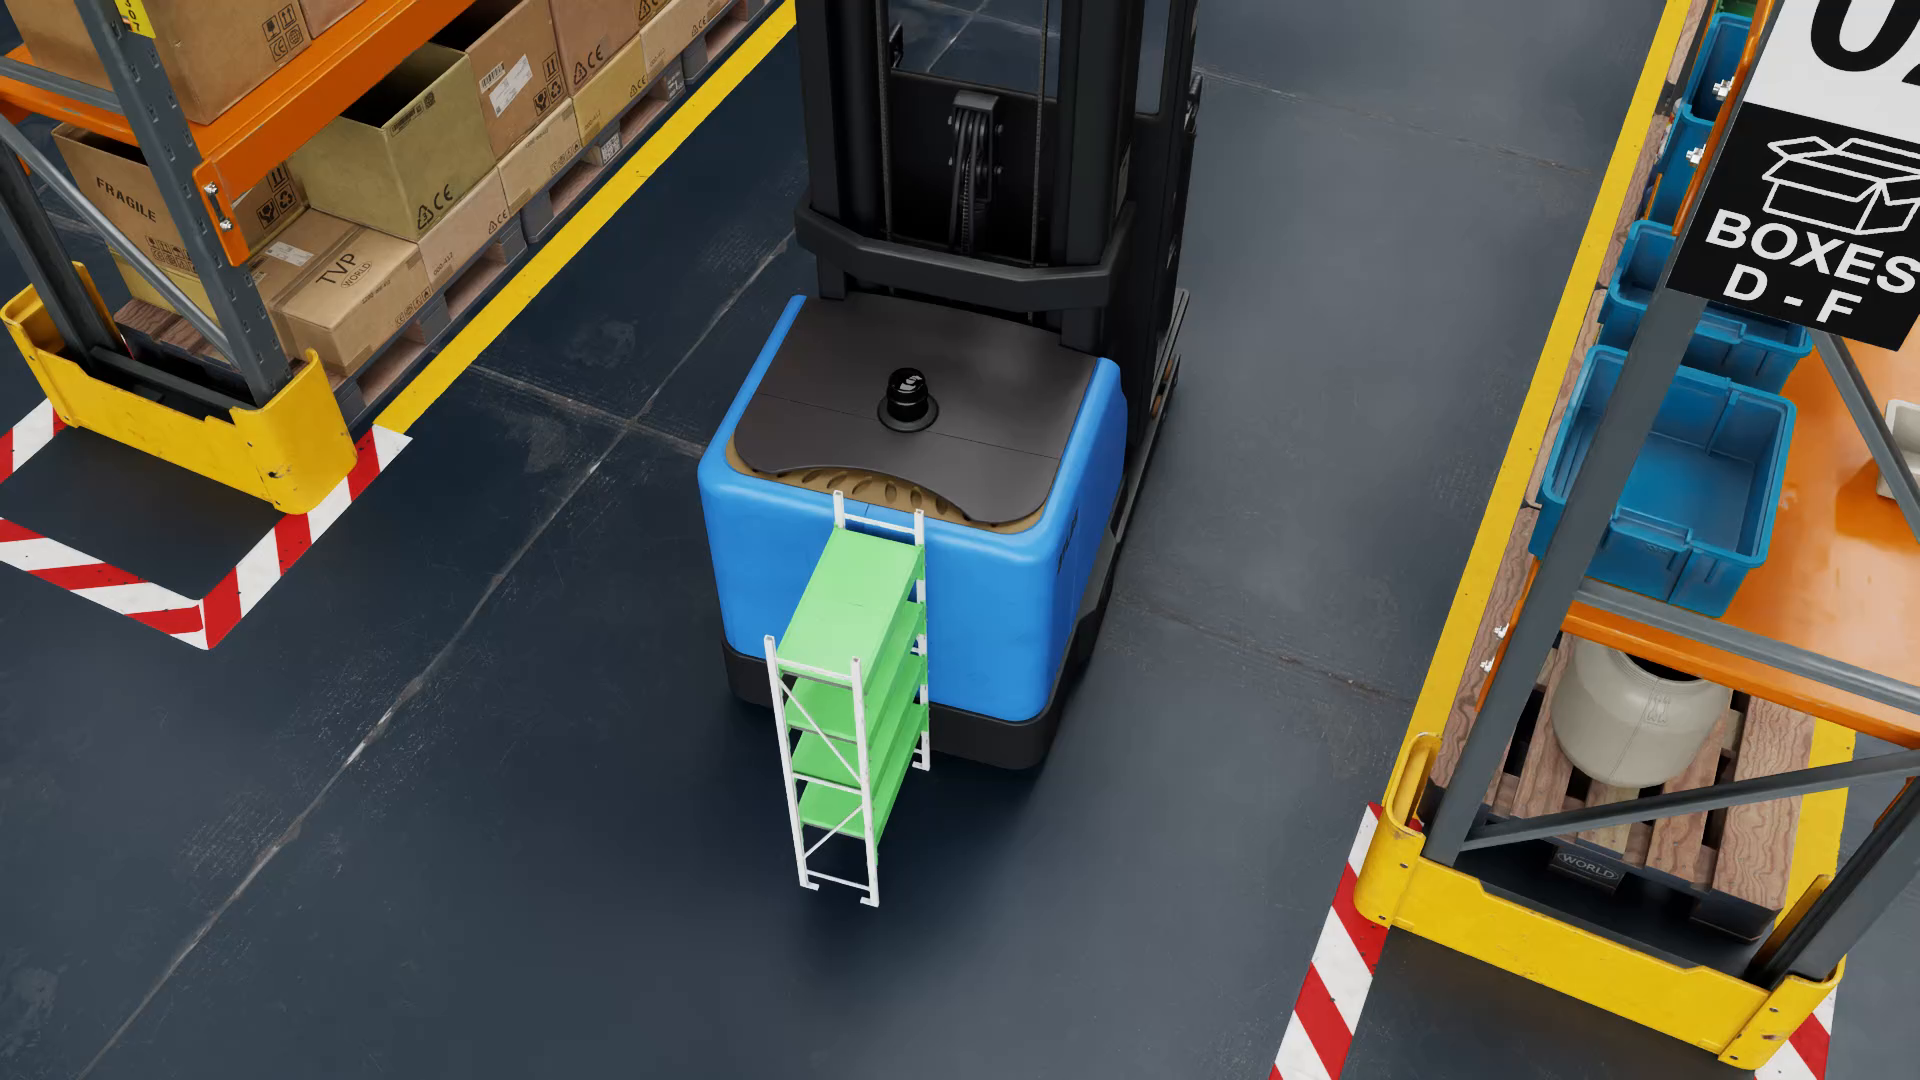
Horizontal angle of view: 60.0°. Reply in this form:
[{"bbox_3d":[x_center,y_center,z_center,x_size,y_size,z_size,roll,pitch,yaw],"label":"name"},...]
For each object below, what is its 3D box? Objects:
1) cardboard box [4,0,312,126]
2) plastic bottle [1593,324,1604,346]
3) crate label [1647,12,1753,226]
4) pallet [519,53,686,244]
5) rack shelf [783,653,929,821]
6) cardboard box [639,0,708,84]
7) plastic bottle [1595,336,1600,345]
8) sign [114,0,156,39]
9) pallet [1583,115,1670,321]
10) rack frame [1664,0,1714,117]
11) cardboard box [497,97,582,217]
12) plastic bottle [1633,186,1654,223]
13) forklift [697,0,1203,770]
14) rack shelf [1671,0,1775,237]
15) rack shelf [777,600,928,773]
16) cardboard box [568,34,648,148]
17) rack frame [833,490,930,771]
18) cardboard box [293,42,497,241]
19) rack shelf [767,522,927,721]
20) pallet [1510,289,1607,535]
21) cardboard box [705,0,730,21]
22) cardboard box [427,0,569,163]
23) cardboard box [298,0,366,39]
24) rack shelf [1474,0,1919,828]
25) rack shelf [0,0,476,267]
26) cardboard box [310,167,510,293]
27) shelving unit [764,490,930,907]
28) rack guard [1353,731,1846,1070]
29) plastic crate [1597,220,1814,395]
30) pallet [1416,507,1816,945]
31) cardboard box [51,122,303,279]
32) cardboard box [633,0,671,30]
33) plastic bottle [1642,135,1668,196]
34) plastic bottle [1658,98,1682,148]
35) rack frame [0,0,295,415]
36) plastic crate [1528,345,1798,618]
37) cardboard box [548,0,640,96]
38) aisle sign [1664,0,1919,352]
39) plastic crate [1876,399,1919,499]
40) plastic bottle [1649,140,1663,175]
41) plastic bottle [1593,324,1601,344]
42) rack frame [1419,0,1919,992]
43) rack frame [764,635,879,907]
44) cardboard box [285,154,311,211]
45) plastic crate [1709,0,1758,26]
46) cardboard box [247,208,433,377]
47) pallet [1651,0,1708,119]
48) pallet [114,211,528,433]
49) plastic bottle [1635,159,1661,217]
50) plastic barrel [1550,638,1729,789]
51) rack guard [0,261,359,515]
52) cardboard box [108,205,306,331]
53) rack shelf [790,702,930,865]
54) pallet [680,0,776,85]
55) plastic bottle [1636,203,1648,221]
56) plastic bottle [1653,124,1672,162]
[{"bbox_3d":[-2.528,-1.719,5.177,0.700,0.500,0.500,20,52,16],"label":"cardboard box"},{"bbox_3d":[2.318,-0.682,5.860,0.152,0.276,0.135,18,52,15],"label":"plastic bottle"},{"bbox_3d":[2.280,-1.122,4.712,0.502,0.435,0.616,20,52,16],"label":"crate label"},{"bbox_3d":[-1.928,-1.843,7.179,1.003,0.211,1.213,20,52,16],"label":"pallet"},{"bbox_3d":[-0.281,0.512,4.611,0.258,0.148,0.480,13,51,11],"label":"rack shelf"},{"bbox_3d":[-1.453,-2.288,7.257,0.500,0.250,0.500,20,52,16],"label":"cardboard box"},{"bbox_3d":[2.259,-0.587,5.779,0.152,0.276,0.135,20,53,16],"label":"plastic bottle"},{"bbox_3d":[-2.240,-1.490,4.428,0.100,0.325,0.005,20,52,16],"label":"sign"},{"bbox_3d":[3.122,-1.157,6.596,1.003,0.211,1.213,20,52,16],"label":"pallet"},{"bbox_3d":[3.447,-2.509,5.915,1.000,3.000,0.127,20,52,16],"label":"rack frame"},{"bbox_3d":[-1.884,-1.601,6.672,0.500,0.250,0.500,20,52,16],"label":"cardboard box"},{"bbox_3d":[2.646,-1.242,6.288,0.144,0.351,0.185,18,52,15],"label":"plastic bottle"},{"bbox_3d":[0.182,-1.403,5.020,1.130,2.935,3.031,13,51,11],"label":"forklift"},{"bbox_3d":[2.592,-1.871,3.875,1.077,0.370,4.000,20,52,16],"label":"rack shelf"},{"bbox_3d":[-0.281,0.356,4.428,0.258,0.148,0.480,13,51,11],"label":"rack shelf"},{"bbox_3d":[-1.666,-1.943,6.964,0.500,0.250,0.500,20,52,16],"label":"cardboard box"},{"bbox_3d":[-0.209,0.293,4.713,0.240,1.200,0.015,13,51,11],"label":"rack frame"},{"bbox_3d":[-2.097,-1.499,6.093,0.500,0.500,0.500,20,52,16],"label":"cardboard box"},{"bbox_3d":[-0.281,0.201,4.245,0.258,0.148,0.480,13,51,11],"label":"rack shelf"},{"bbox_3d":[2.602,-0.313,5.878,1.003,0.211,1.213,20,52,16],"label":"pallet"},{"bbox_3d":[-1.253,-2.637,7.554,0.500,0.250,0.500,20,52,16],"label":"cardboard box"},{"bbox_3d":[-1.895,-1.847,6.390,0.500,0.500,0.500,20,52,16],"label":"cardboard box"},{"bbox_3d":[-2.308,-2.082,5.486,0.700,0.500,0.500,21,53,17],"label":"cardboard box"},{"bbox_3d":[2.592,-0.899,5.018,1.077,0.370,4.000,20,52,16],"label":"rack shelf"},{"bbox_3d":[-1.885,-2.513,6.391,1.077,0.370,4.000,20,52,16],"label":"rack shelf"},{"bbox_3d":[-2.098,-1.256,6.379,0.500,0.250,0.500,20,52,16],"label":"cardboard box"},{"bbox_3d":[-0.281,0.470,4.562,0.258,1.200,0.503,13,51,11],"label":"shelving unit"},{"bbox_3d":[1.728,0.988,4.581,1.175,0.500,0.348,20,52,16],"label":"rack guard"},{"bbox_3d":[1.964,-0.594,4.383,0.499,0.251,0.408,20,52,16],"label":"plastic crate"},{"bbox_3d":[2.080,0.524,5.166,1.003,0.211,1.213,20,52,16],"label":"pallet"},{"bbox_3d":[-2.779,-1.323,5.944,0.500,0.500,0.500,20,52,16],"label":"cardboard box"},{"bbox_3d":[-1.465,-2.535,6.975,0.500,0.500,0.500,20,52,16],"label":"cardboard box"},{"bbox_3d":[2.801,-1.461,6.523,0.152,0.276,0.135,22,53,17],"label":"plastic bottle"},{"bbox_3d":[2.914,-1.691,6.722,0.097,0.271,0.097,0,50,0],"label":"plastic bottle"},{"bbox_3d":[-2.739,-1.369,4.945,1.000,3.000,0.127,20,52,16],"label":"rack frame"},{"bbox_3d":[1.681,-0.149,4.004,0.499,0.251,0.616,20,52,16],"label":"plastic crate"},{"bbox_3d":[-1.665,-2.186,6.678,0.500,0.500,0.500,20,52,16],"label":"cardboard box"},{"bbox_3d":[1.439,-0.644,2.622,0.394,0.787,0.004,20,52,16],"label":"aisle sign"},{"bbox_3d":[2.411,-0.181,4.107,0.298,0.136,0.250,20,52,16],"label":"plastic crate"},{"bbox_3d":[2.828,-1.528,6.629,0.097,0.201,0.097,0,50,0],"label":"plastic bottle"},{"bbox_3d":[2.385,-0.822,5.930,0.144,0.351,0.185,22,53,18],"label":"plastic bottle"},{"bbox_3d":[1.738,0.245,3.572,1.000,3.000,0.127,20,52,16],"label":"rack frame"},{"bbox_3d":[-0.352,0.648,4.411,0.240,1.200,0.015,13,51,11],"label":"rack frame"},{"bbox_3d":[-2.574,-1.428,6.525,0.500,0.250,0.500,20,52,16],"label":"cardboard box"},{"bbox_3d":[2.612,-1.598,5.279,0.450,0.188,0.662,20,52,16],"label":"plastic crate"},{"bbox_3d":[-2.309,-0.911,6.085,0.500,0.250,0.500,20,52,16],"label":"cardboard box"},{"bbox_3d":[3.747,-2.159,7.448,1.003,0.211,1.213,20,52,16],"label":"pallet"},{"bbox_3d":[-2.450,-1.006,6.467,1.003,0.211,1.213,20,52,16],"label":"pallet"},{"bbox_3d":[2.727,-1.372,6.399,0.144,0.351,0.185,21,53,17],"label":"plastic bottle"},{"bbox_3d":[1.950,0.437,4.766,0.421,0.512,0.421,0,50,0],"label":"plastic barrel"},{"bbox_3d":[-2.749,-0.542,5.883,1.175,0.500,0.348,20,52,16],"label":"rack guard"},{"bbox_3d":[-2.777,-1.079,6.229,0.500,0.250,0.500,20,52,16],"label":"cardboard box"},{"bbox_3d":[-0.281,0.667,4.793,0.258,0.148,0.480,13,51,11],"label":"rack shelf"},{"bbox_3d":[-1.408,-2.686,7.897,1.003,0.211,1.213,20,52,16],"label":"pallet"},{"bbox_3d":[2.538,-1.120,6.229,0.061,0.283,0.133,22,53,18],"label":"plastic bottle"},{"bbox_3d":[2.871,-1.598,6.689,0.097,0.201,0.097,0,50,0],"label":"plastic bottle"}]
